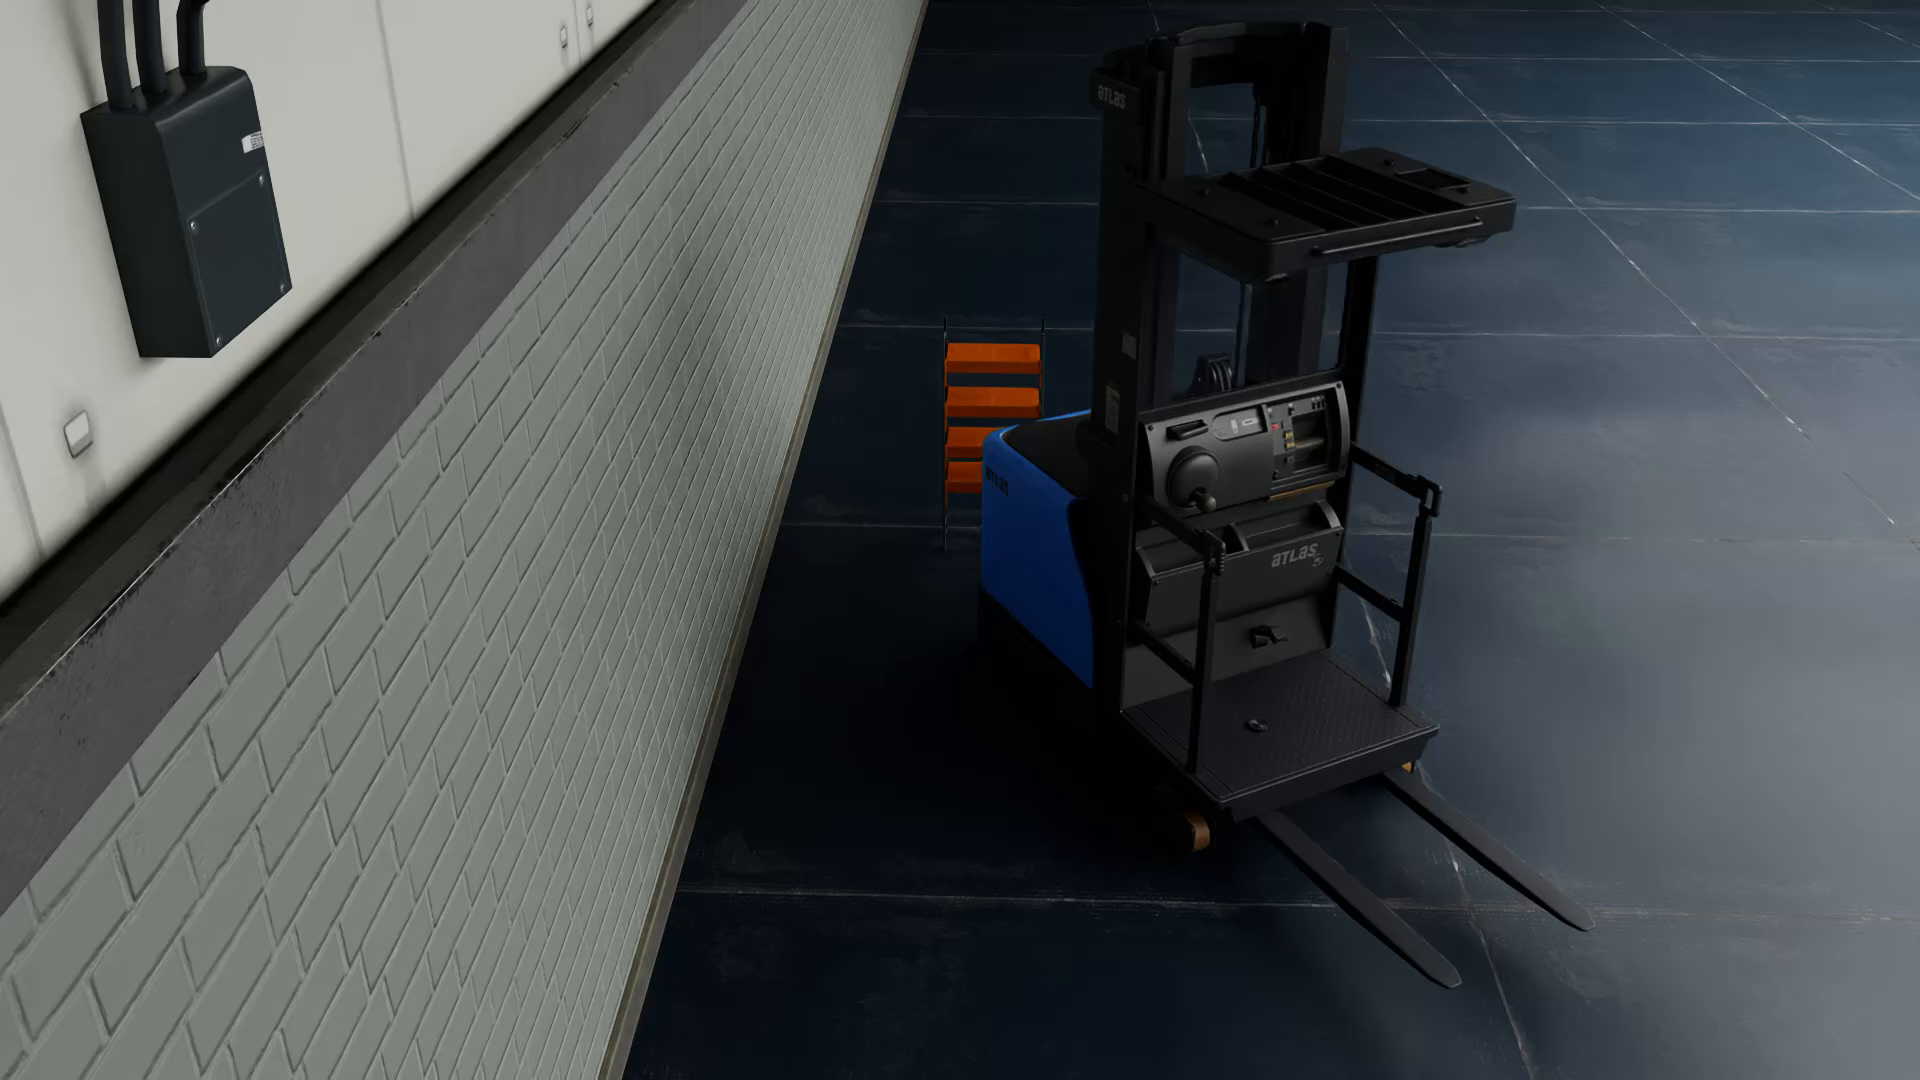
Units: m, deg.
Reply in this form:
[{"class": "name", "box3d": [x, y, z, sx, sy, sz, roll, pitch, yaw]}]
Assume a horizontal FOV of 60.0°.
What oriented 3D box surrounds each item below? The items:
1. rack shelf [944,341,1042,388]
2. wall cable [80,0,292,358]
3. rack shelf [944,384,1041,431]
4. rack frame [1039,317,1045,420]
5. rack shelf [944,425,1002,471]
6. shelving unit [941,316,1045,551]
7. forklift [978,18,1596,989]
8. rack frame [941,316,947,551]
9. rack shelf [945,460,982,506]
[{"class": "rack shelf", "box3d": [0.165, -0.875, 8.280, 0.480, 0.148, 0.258, 1, 28, 2]}, {"class": "wall cable", "box3d": [-1.083, -3.456, 2.030, 0.169, 6.003, 2.305, 1, 28, 2]}, {"class": "rack shelf", "box3d": [0.165, -0.666, 8.391, 0.480, 0.148, 0.258, 1, 28, 2]}, {"class": "rack frame", "box3d": [0.409, -0.523, 8.456, 0.015, 1.200, 0.240, 1, 28, 2]}, {"class": "rack shelf", "box3d": [0.165, -0.468, 8.495, 0.480, 0.148, 0.258, 1, 28, 2]}, {"class": "shelving unit", "box3d": [0.165, -0.527, 8.464, 0.503, 1.200, 0.258, 1, 28, 2]}, {"class": "forklift", "box3d": [1.210, -0.320, 6.223, 1.130, 2.935, 3.031, -14, 31, -24]}, {"class": "rack frame", "box3d": [-0.078, -0.531, 8.471, 0.015, 1.200, 0.240, 1, 28, 2]}, {"class": "rack shelf", "box3d": [0.165, -0.293, 8.588, 0.480, 0.148, 0.258, 1, 28, 2]}]
